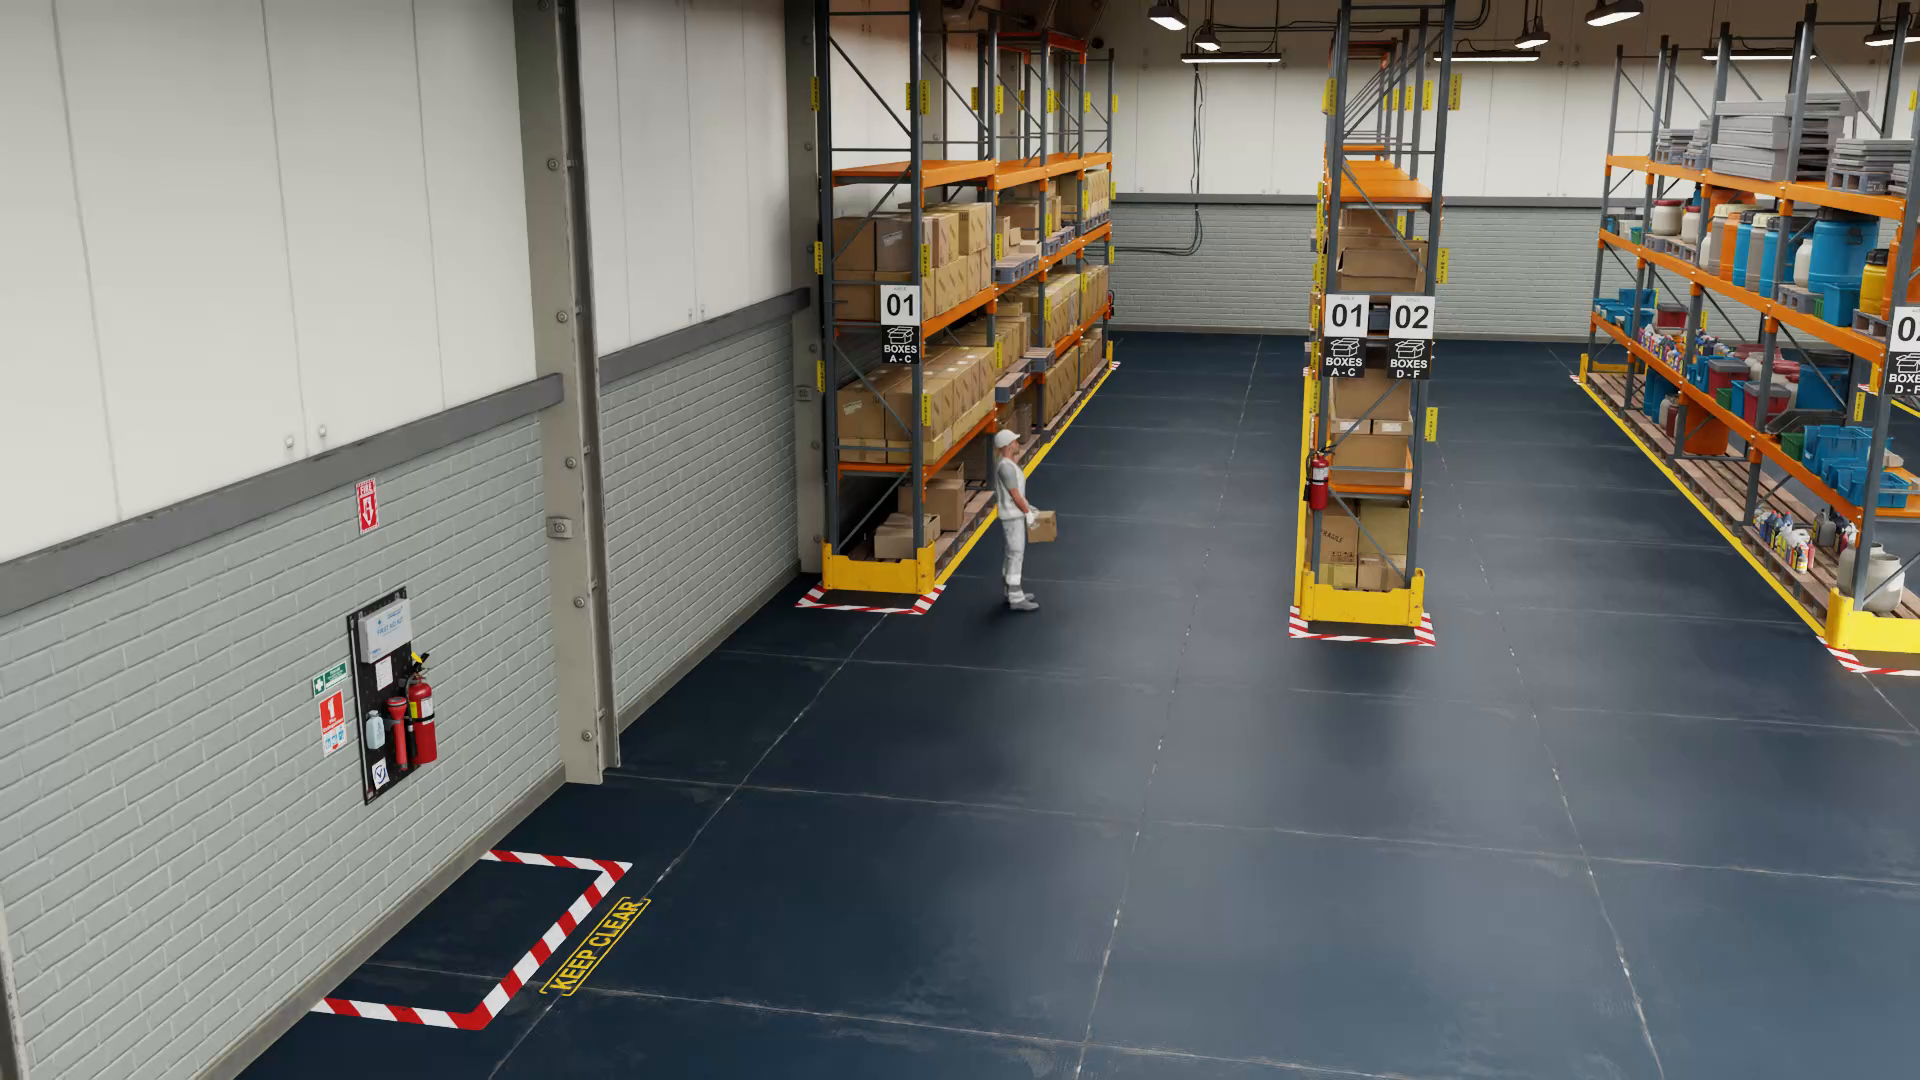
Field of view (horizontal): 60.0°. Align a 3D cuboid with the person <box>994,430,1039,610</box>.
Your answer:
[{"bbox_3d":[0.579,-0.223,16.789,0.480,1.794,0.561,-1,15,-2],"label":"person"}]
